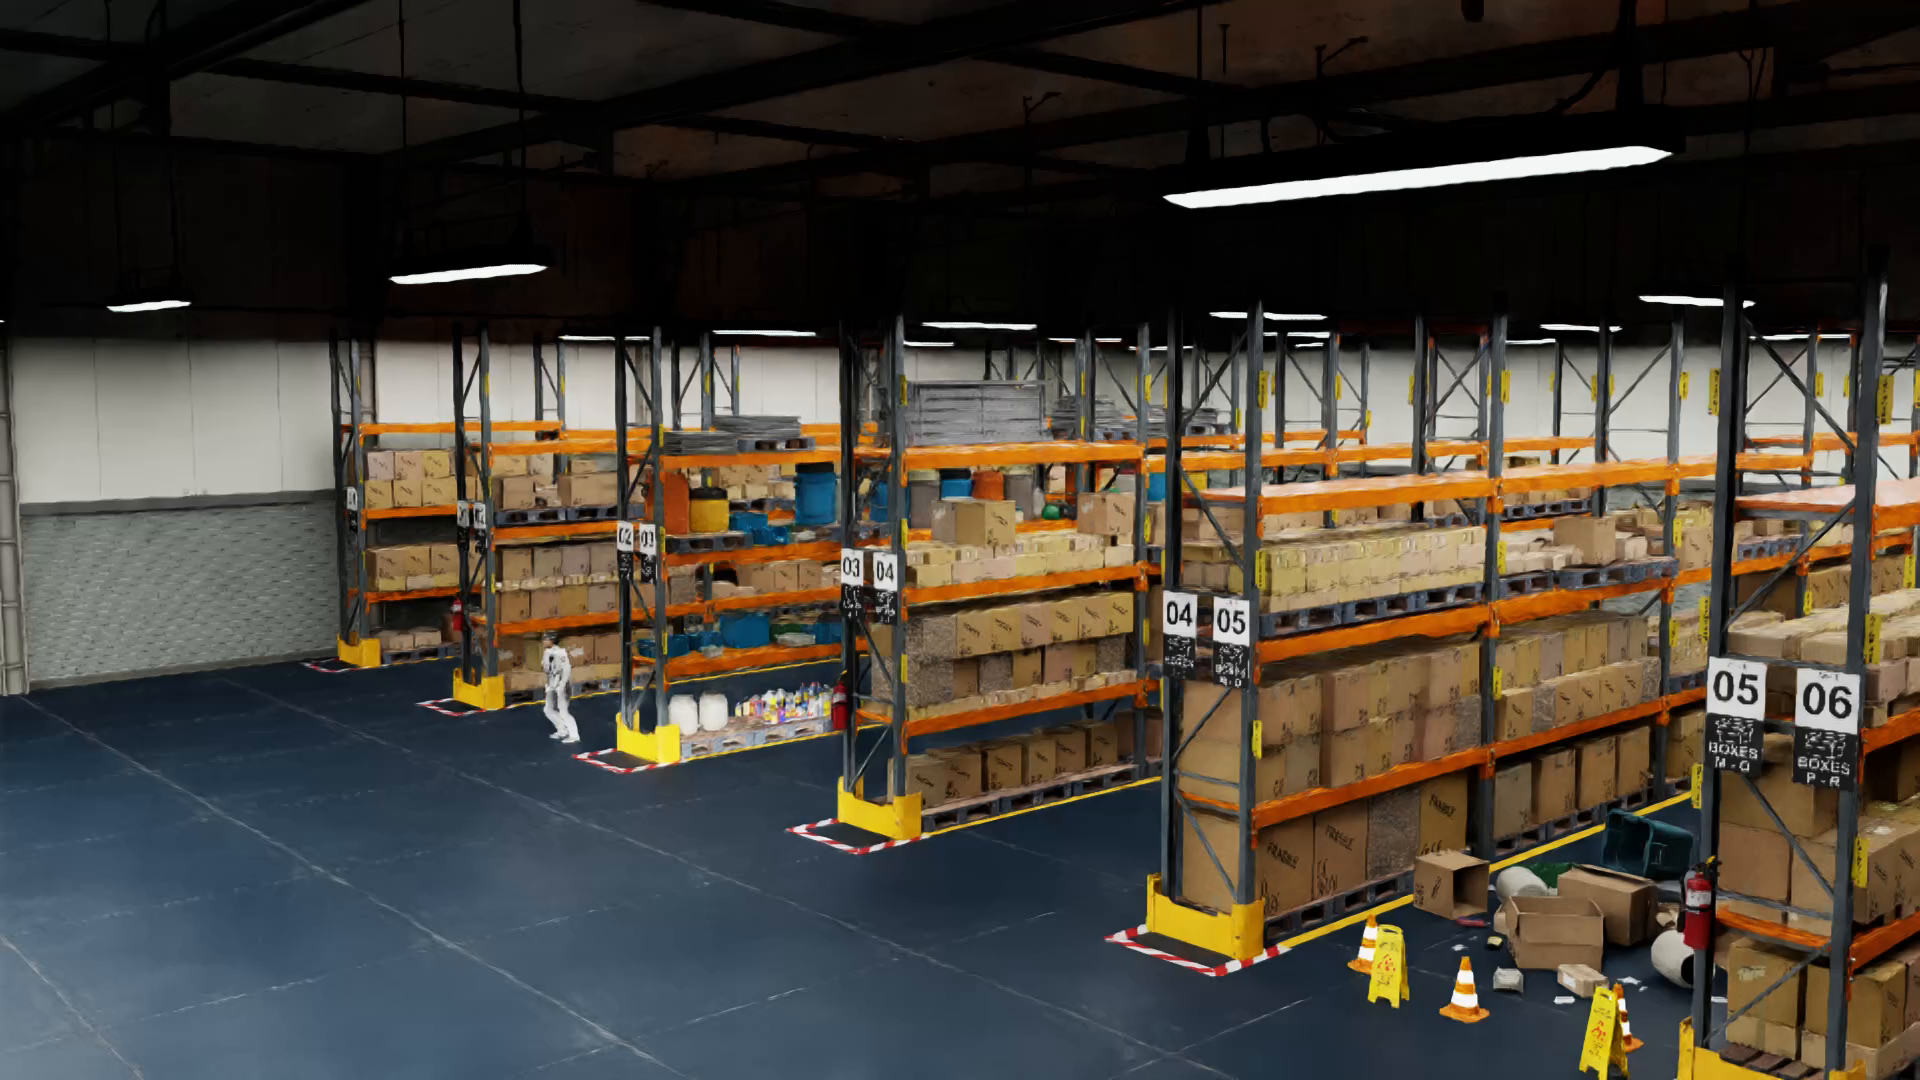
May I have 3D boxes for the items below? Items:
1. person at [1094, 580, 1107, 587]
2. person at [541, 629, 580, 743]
[{"bbox_3d":[2.826,0.951,33.467,0.409,1.784,0.655,4,7,37],"label":"person"},{"bbox_3d":[-5.673,2.043,23.459,0.492,1.633,0.598,-5,8,-43],"label":"person"}]
